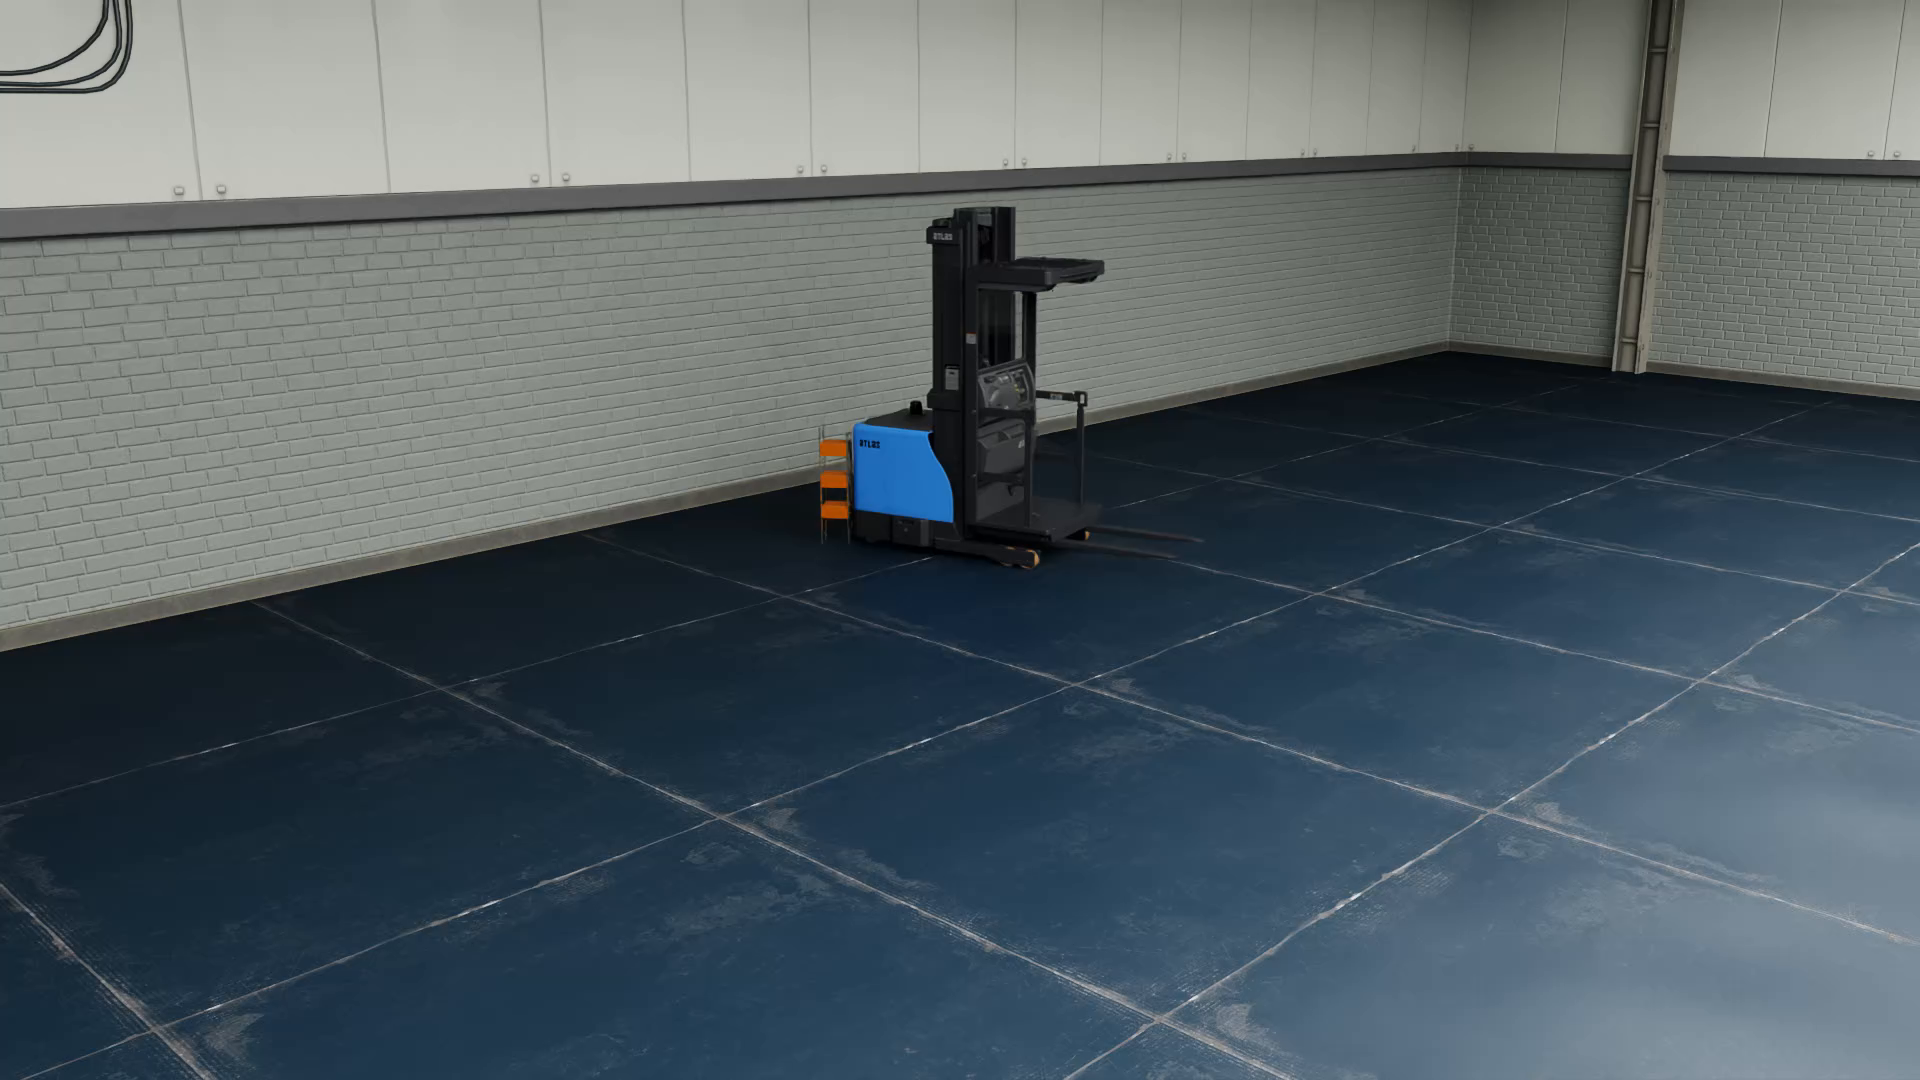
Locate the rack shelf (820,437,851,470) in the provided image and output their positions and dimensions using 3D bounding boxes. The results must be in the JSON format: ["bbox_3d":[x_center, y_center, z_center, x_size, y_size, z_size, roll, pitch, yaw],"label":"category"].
[{"bbox_3d":[-1.099,-0.760,14.680,0.240,0.259,0.215,2,15,7],"label":"rack shelf"}]

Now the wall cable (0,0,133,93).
[{"bbox_3d":[-6.622,-5.246,10.472,0.169,6.003,2.305,14,20,42],"label":"wall cable"}]

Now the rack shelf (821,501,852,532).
[{"bbox_3d":[-1.097,-0.216,14.822,0.240,0.259,0.215,2,15,7],"label":"rack shelf"}]

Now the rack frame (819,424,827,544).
[{"bbox_3d":[-1.219,-0.498,14.763,0.008,1.050,0.200,2,15,7],"label":"rack frame"}]

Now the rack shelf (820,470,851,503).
[{"bbox_3d":[-1.098,-0.485,14.752,0.240,0.259,0.215,2,15,7],"label":"rack shelf"}]

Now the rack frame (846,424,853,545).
[{"bbox_3d":[-0.977,-0.492,14.735,0.008,1.050,0.200,2,15,7],"label":"rack frame"}]

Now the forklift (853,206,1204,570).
[{"bbox_3d":[0.582,-1.321,14.188,3.031,2.935,1.130,8,17,28],"label":"forklift"}]

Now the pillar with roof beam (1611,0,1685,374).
[{"bbox_3d":[6.856,-6.060,20.343,0.400,9.000,9.100,14,20,42],"label":"pillar with roof beam"}]

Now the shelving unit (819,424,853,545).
[{"bbox_3d":[-1.098,-0.495,14.749,0.252,1.050,0.215,2,15,7],"label":"shelving unit"}]
